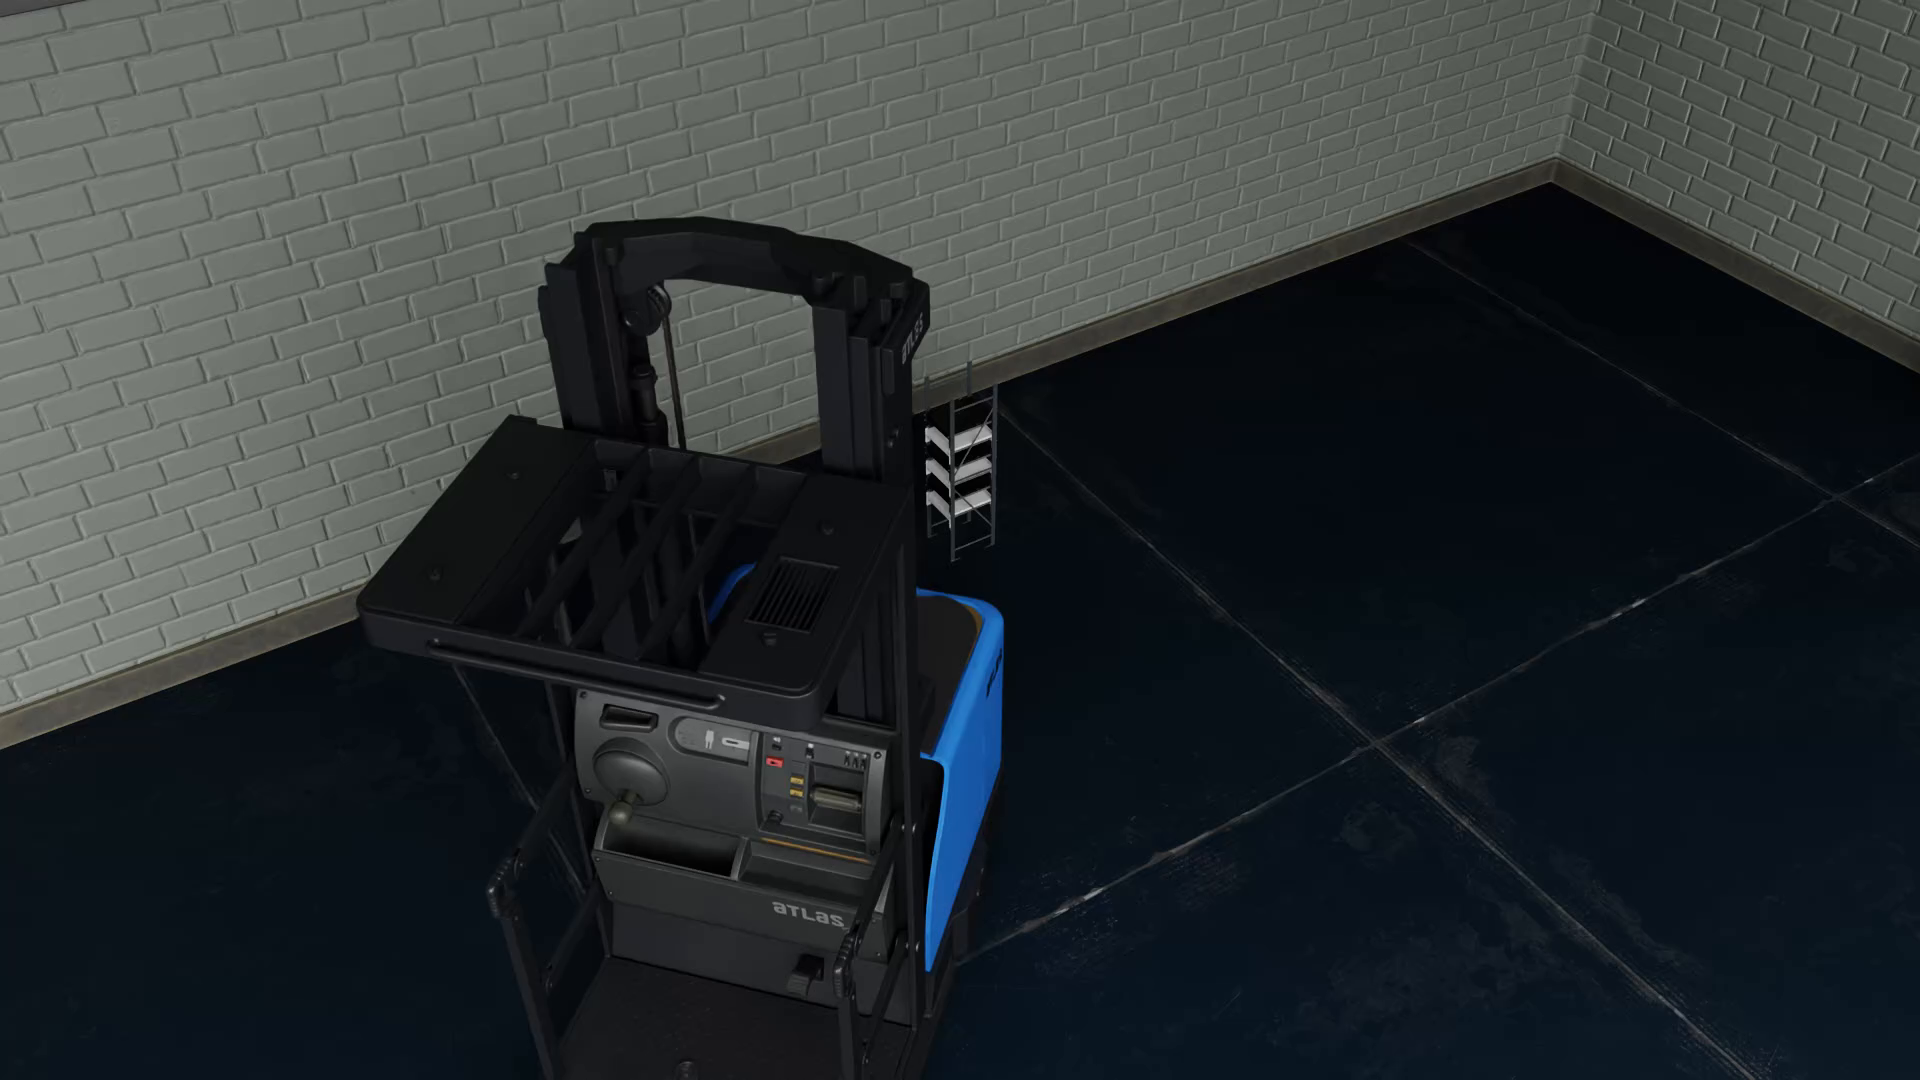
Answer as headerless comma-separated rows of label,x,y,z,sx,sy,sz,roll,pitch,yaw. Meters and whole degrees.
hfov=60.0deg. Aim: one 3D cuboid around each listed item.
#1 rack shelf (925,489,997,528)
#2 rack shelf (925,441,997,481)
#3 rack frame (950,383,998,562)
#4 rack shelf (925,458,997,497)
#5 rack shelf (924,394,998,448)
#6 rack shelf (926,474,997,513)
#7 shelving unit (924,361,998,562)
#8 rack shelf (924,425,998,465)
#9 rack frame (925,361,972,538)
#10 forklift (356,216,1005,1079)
rack shelf,0.004,-0.177,7.593,0.258,0.077,0.200,-22,45,-24
rack shelf,0.004,-0.385,7.420,0.258,0.077,0.200,-22,45,-24
rack frame,0.059,-0.286,7.391,0.240,0.900,0.006,-22,45,-24
rack shelf,0.004,-0.316,7.478,0.258,0.077,0.200,-22,45,-24
rack shelf,0.004,-0.523,7.305,0.258,0.077,0.200,-22,45,-24
rack shelf,0.004,-0.247,7.536,0.258,0.077,0.200,-22,45,-24
shelving unit,0.004,-0.341,7.457,0.258,0.900,0.210,-22,45,-24
rack shelf,0.004,-0.454,7.363,0.258,0.077,0.200,-22,45,-24
rack frame,-0.050,-0.396,7.523,0.240,0.900,0.006,-22,45,-24
forklift,-0.712,0.746,4.565,1.130,2.935,3.031,10,41,12
